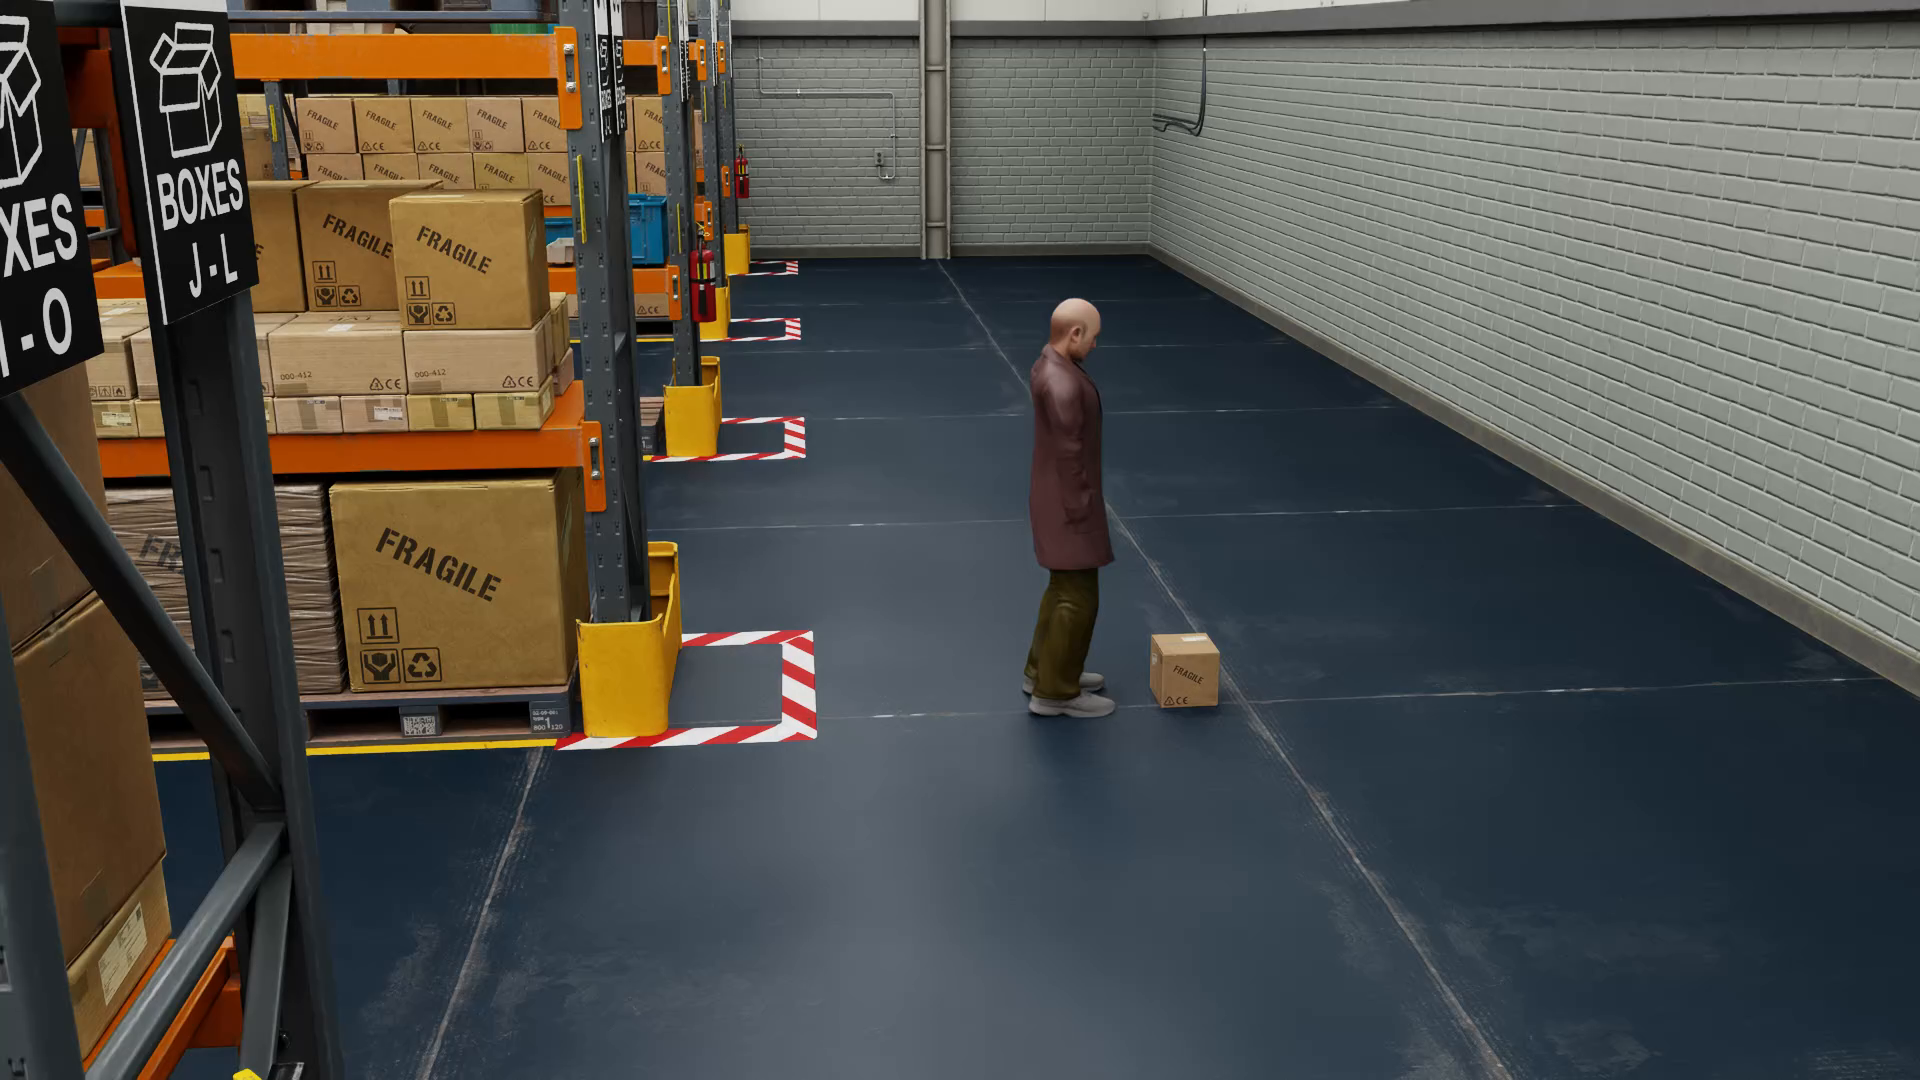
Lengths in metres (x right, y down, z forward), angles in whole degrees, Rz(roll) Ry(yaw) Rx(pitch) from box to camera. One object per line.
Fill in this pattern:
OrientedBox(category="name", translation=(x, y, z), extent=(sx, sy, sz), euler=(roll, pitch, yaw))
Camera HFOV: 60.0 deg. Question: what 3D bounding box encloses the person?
OrientedBox(category="person", translation=(0.472, -0.076, 7.100), extent=(0.379, 1.639, 0.565), euler=(-1, 17, -4))
